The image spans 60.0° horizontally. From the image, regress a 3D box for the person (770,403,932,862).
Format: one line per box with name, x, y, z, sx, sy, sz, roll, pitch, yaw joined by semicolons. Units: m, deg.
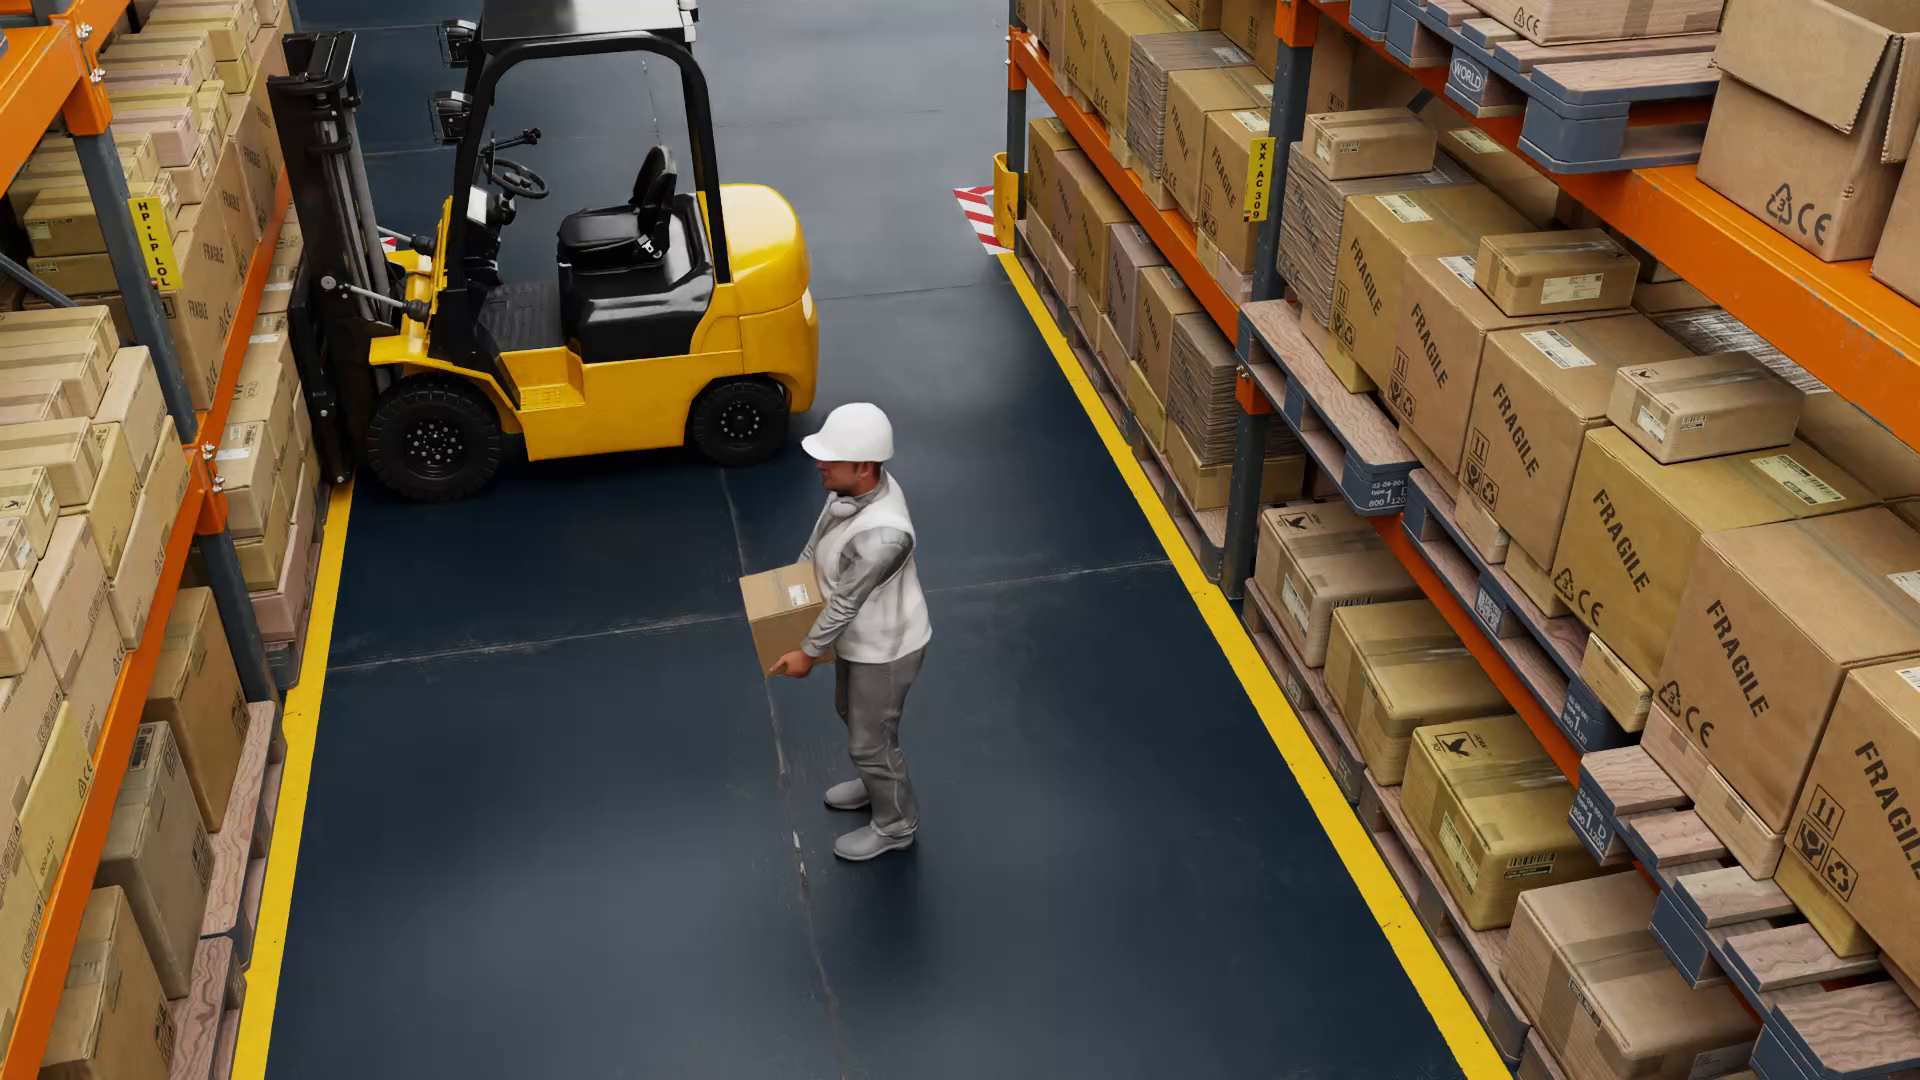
person;-0.385;0.328;5.641;0.558;1.772;0.494;-8;35;-11
